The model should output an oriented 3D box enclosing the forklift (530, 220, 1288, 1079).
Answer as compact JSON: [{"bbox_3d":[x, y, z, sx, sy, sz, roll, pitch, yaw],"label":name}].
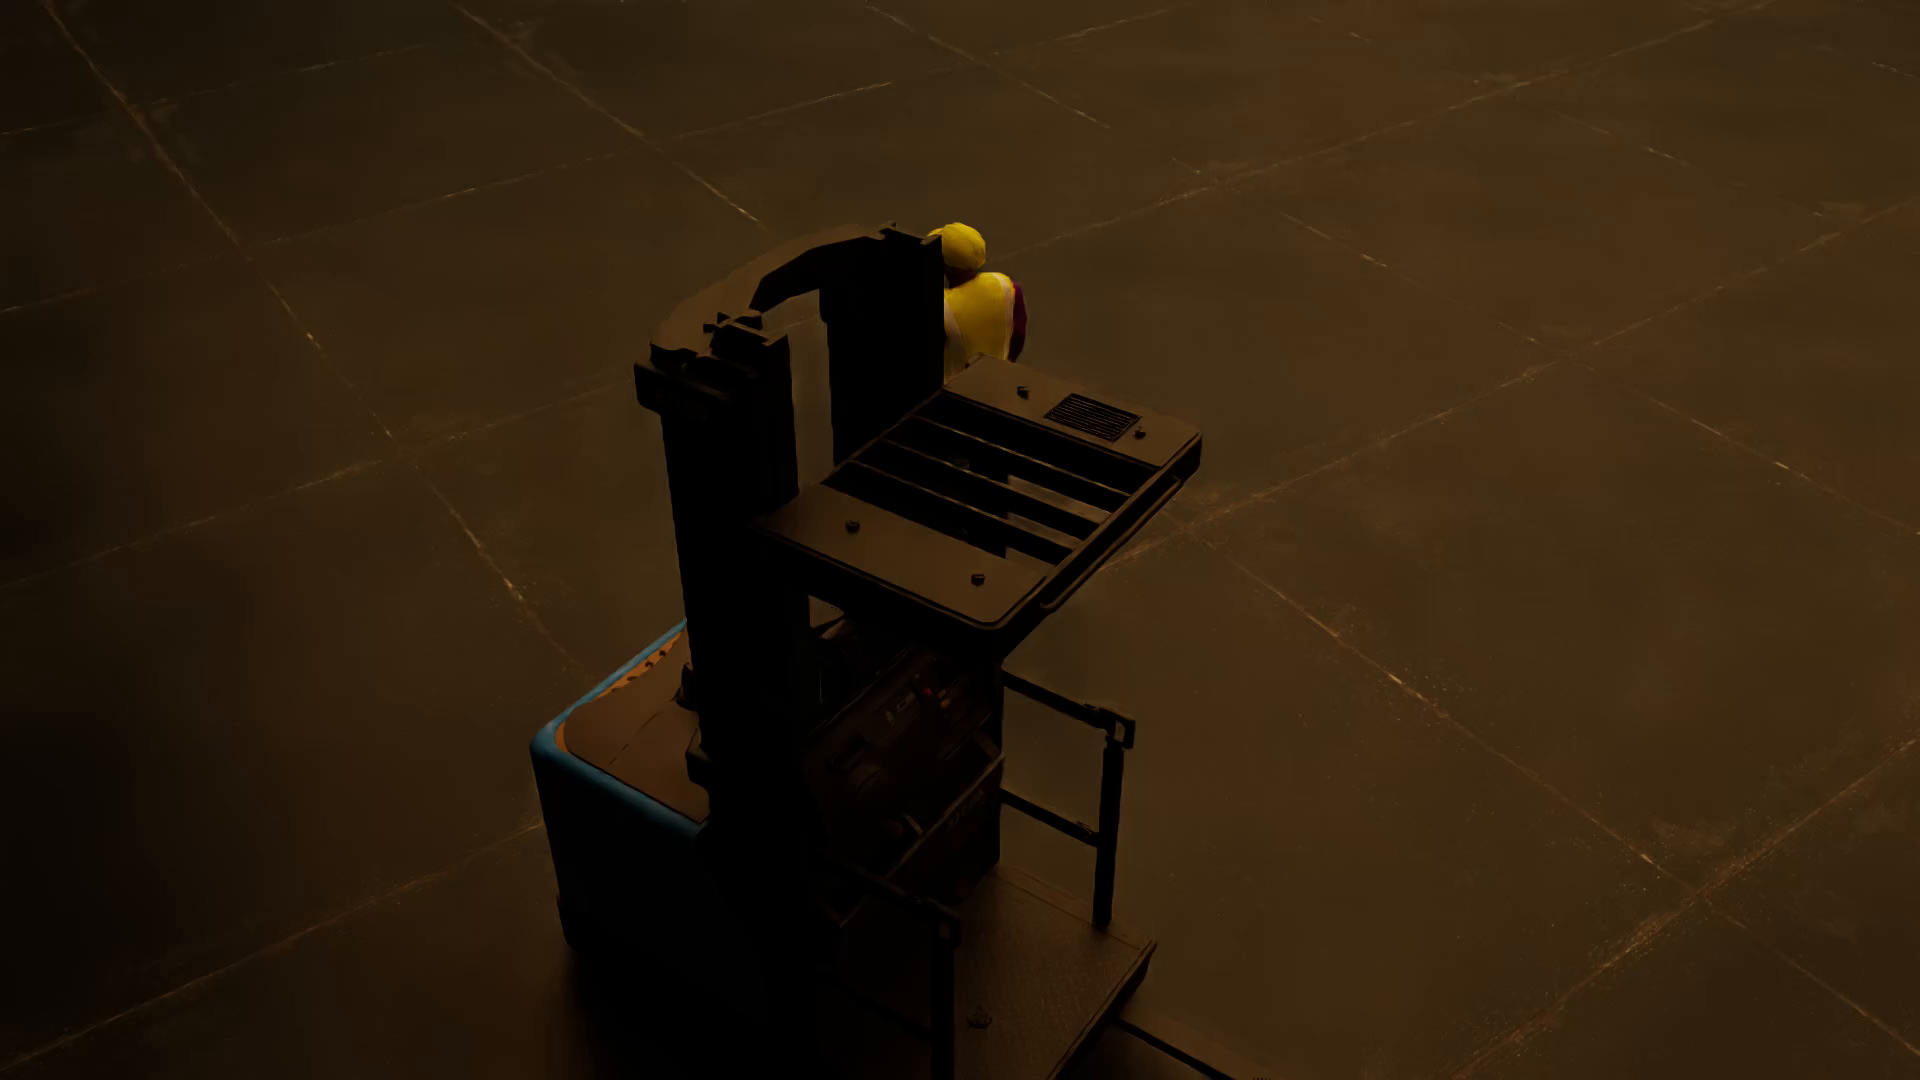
[{"bbox_3d":[0.008,0.626,5.098,3.031,2.935,1.130,22,42,27],"label":"forklift"}]

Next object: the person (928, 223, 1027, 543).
[{"bbox_3d":[-0.036,-0.751,7.929,0.665,1.766,0.576,-23,42,-28],"label":"person"}]
